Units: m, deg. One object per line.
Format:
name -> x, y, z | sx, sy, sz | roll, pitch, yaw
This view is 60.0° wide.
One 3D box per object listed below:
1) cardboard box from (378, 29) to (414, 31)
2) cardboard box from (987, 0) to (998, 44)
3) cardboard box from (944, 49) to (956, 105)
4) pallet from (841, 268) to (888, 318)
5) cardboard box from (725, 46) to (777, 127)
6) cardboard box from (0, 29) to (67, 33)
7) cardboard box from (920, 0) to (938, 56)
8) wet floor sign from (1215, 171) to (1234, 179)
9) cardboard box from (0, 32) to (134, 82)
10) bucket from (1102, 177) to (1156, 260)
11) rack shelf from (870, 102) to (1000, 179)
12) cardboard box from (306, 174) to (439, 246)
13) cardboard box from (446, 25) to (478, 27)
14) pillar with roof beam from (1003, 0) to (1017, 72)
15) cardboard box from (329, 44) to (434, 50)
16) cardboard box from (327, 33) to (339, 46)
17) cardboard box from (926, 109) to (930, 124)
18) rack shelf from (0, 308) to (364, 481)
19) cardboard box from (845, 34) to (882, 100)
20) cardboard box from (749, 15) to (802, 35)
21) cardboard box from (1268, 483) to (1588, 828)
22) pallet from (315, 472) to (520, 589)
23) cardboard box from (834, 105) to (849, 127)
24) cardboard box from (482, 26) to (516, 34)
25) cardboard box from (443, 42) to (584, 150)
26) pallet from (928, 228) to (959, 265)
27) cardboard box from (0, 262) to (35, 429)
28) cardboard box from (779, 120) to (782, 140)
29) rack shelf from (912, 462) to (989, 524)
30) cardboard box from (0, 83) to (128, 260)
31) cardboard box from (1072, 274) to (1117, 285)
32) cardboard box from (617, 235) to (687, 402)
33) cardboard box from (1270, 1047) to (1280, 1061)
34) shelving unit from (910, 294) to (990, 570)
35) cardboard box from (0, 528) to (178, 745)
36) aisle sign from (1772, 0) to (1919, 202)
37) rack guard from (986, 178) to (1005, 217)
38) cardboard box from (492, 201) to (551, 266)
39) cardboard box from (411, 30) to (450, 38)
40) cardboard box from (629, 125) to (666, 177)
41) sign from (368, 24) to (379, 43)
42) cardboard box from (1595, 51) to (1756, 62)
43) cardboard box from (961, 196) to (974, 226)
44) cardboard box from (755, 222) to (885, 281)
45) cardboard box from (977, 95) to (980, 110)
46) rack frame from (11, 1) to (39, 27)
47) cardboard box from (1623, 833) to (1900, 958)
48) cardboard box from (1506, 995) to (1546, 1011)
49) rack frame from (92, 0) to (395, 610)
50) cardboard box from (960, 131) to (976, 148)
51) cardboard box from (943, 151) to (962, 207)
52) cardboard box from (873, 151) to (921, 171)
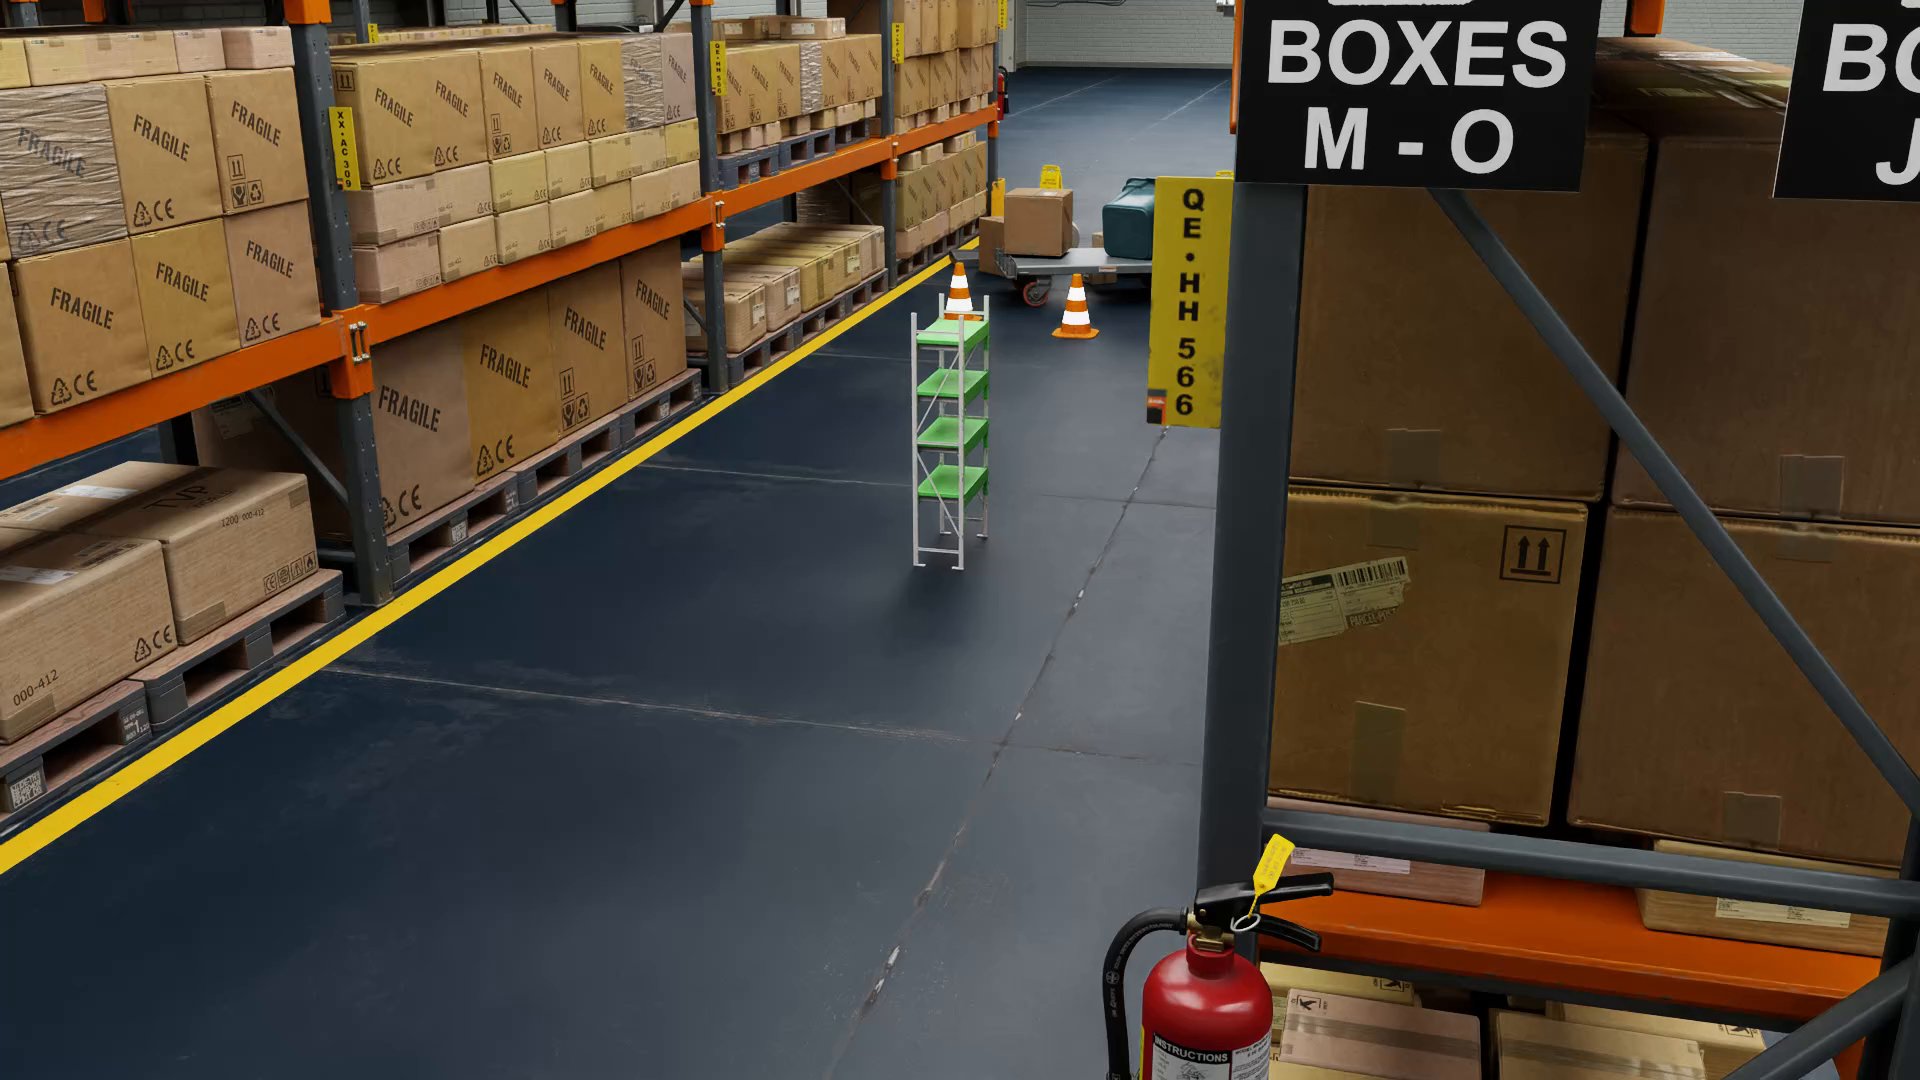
cardboard box -> -5.746, -5.087, 16.822 | 0.380, 0.149, 0.250 | 4, 19, 13
cardboard box -> 0.003, -5.416, 17.242 | 0.700, 0.500, 0.500 | 4, 19, 12
cardboard box -> -0.344, -4.458, 15.983 | 0.500, 0.500, 0.500 | 5, 19, 14
pallet -> -1.250, -2.115, 14.052 | 1.003, 0.211, 1.213 | 5, 19, 13
cardboard box -> -1.584, -3.098, 11.353 | 0.500, 0.500, 0.500 | 6, 20, 16
cardboard box -> -3.413, -1.755, 5.980 | 0.380, 0.149, 0.250 | 4, 19, 13
cardboard box -> -0.598, -4.619, 14.908 | 0.700, 0.500, 0.500 | 5, 19, 14
wet floor sign -> 2.828, -3.624, 17.800 | 0.267, 0.644, 0.232 | 1, 19, 4
cardboard box -> -3.067, -1.645, 5.657 | 0.380, 0.149, 0.250 | 4, 19, 13
bucket -> 1.561, -2.714, 14.206 | 0.726, 0.611, 0.620 | 12, 32, 32
rack shelf -> -0.573, -3.965, 16.268 | 1.077, 0.370, 4.000 | 5, 19, 13
cardboard box -> -2.635, -1.452, 7.257 | 0.500, 0.250, 0.500 | 4, 19, 12
cardboard box -> -5.410, -5.490, 18.002 | 0.380, 0.149, 0.250 | 5, 19, 14
pillar with roof beam -> 5.562, -17.078, 44.265 | 9.100, 9.000, 0.400 | 5, 19, 13
cardboard box -> -2.888, -2.171, 8.203 | 0.500, 0.500, 0.500 | 5, 20, 15
cardboard box -> -6.091, -4.688, 15.654 | 0.380, 0.149, 0.250 | 5, 19, 14
cardboard box -> -0.498, -3.963, 15.537 | 0.380, 0.149, 0.250 | 5, 19, 13
rack shelf -> -3.505, -0.204, 5.256 | 1.077, 0.370, 4.000 | 5, 19, 13
cardboard box -> -0.952, -3.902, 13.707 | 0.500, 0.500, 0.500 | 4, 19, 12
cardboard box -> -1.519, -4.253, 13.730 | 0.380, 0.149, 0.250 | 5, 19, 13
cardboard box -> 0.692, 0.093, 2.661 | 0.500, 0.500, 0.500 | 5, 20, 14
pallet -> -2.901, -0.099, 8.151 | 1.003, 0.211, 1.213 | 5, 19, 13
cardboard box -> -1.088, -3.330, 13.036 | 0.380, 0.149, 0.250 | 5, 19, 14
cardboard box -> -4.938, -5.363, 17.629 | 0.380, 0.149, 0.250 | 5, 20, 15
cardboard box -> -2.287, -2.288, 8.543 | 0.500, 0.500, 0.500 | 4, 19, 12
pallet -> -0.636, -2.956, 16.515 | 1.003, 0.211, 1.213 | 5, 19, 13
cardboard box -> -3.253, -0.569, 5.059 | 0.500, 0.500, 0.500 | 5, 20, 15
cardboard box -> -1.495, -2.926, 11.853 | 0.380, 0.149, 0.250 | 6, 20, 17
rack shelf -> -0.040, -0.228, 7.940 | 0.258, 0.148, 0.480 | 5, 19, 13
cardboard box -> -3.111, -1.203, 5.368 | 0.500, 0.500, 0.500 | 5, 19, 14
cardboard box -> 1.219, -2.470, 15.010 | 0.258, 0.266, 0.396 | -9, 21, -24
cardboard box -> -2.288, -1.408, 10.307 | 0.875, 0.875, 0.875 | 4, 19, 13
cardboard box -> 0.800, 1.186, 3.375 | 0.380, 0.149, 0.250 | 4, 19, 12
shelving unit -> -0.040, -0.516, 7.842 | 0.258, 1.200, 0.503 | 5, 19, 13
cardboard box -> -3.492, 0.312, 5.948 | 0.875, 0.438, 0.875 | 4, 19, 12
aisle sign -> 1.104, -0.742, 1.696 | 0.394, 0.787, 0.004 | 5, 19, 13
rack guard -> -0.103, -3.725, 18.321 | 1.175, 0.500, 0.348 | 5, 19, 13
cardboard box -> -2.387, -1.539, 8.284 | 0.500, 0.250, 0.500 | 4, 19, 13
cardboard box -> -5.280, -4.967, 16.469 | 0.380, 0.149, 0.250 | 4, 19, 13
cardboard box -> -2.032, -2.257, 9.615 | 0.500, 0.250, 0.500 | 4, 19, 12
sign -> -5.347, -4.540, 15.170 | 0.100, 0.325, 0.005 | 5, 19, 13
cardboard box -> 1.696, -0.983, 4.262 | 0.500, 0.500, 0.500 | 5, 20, 15
cardboard box -> -0.155, -3.393, 17.086 | 0.500, 0.250, 0.500 | 5, 19, 14
cardboard box -> -1.187, -2.469, 14.191 | 0.950, 0.372, 0.625 | 5, 19, 14
cardboard box -> -0.006, -4.512, 17.146 | 0.380, 0.149, 0.250 | 4, 19, 12
rack frame -> -6.853, -2.816, 11.790 | 1.000, 3.000, 0.127 | 5, 19, 13
cardboard box -> 1.228, 0.485, 2.515 | 0.380, 0.149, 0.250 | 4, 19, 13
cardboard box -> 1.406, 0.924, 3.681 | 0.380, 0.149, 0.250 | 4, 19, 11
rack frame -> -3.016, -1.171, 6.975 | 1.000, 3.000, 0.127 | 5, 19, 13
cardboard box -> -0.051, -4.099, 16.990 | 0.380, 0.149, 0.250 | 5, 20, 15
cardboard box -> -0.281, -3.591, 16.506 | 0.500, 0.500, 0.500 | 4, 19, 12
cardboard box -> -0.567, -3.436, 15.047 | 0.380, 0.149, 0.250 | 5, 19, 14
